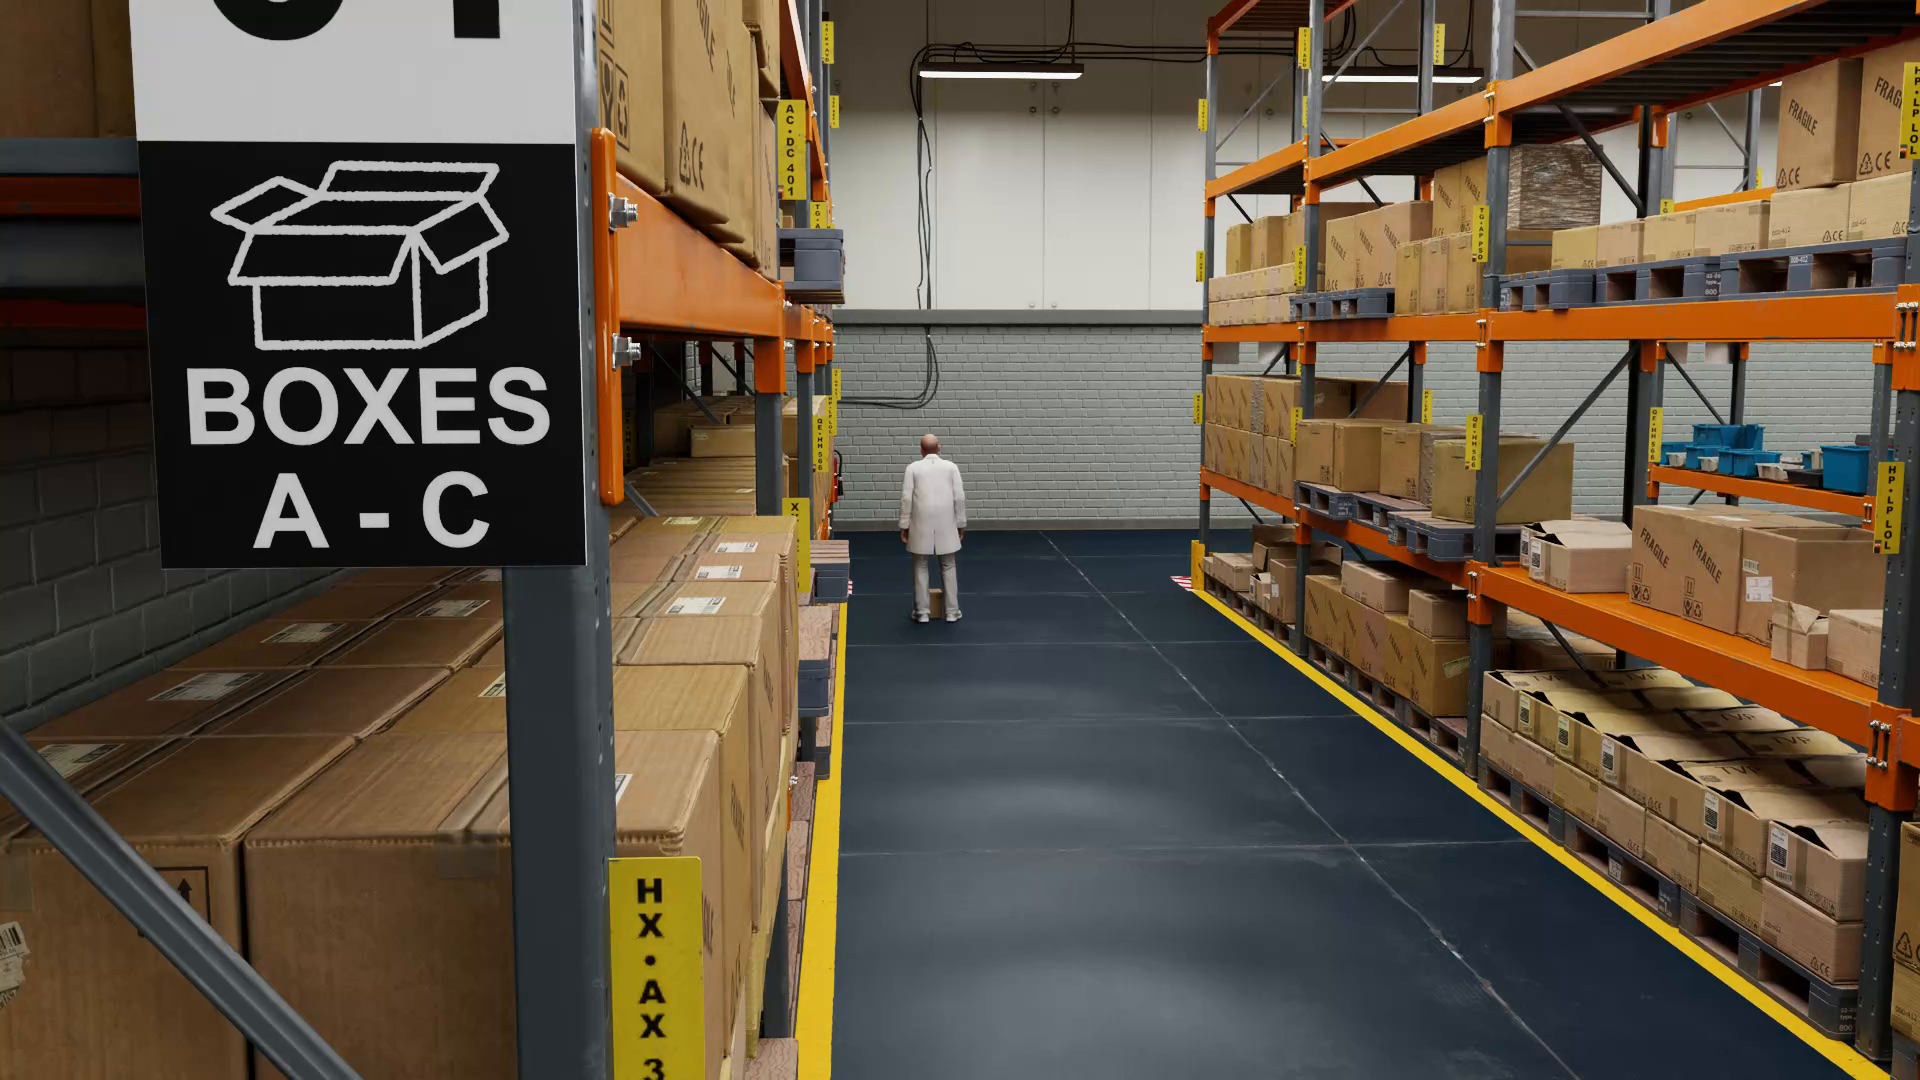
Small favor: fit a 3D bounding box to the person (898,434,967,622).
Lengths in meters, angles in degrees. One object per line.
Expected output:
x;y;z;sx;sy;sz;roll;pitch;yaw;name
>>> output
-0.259;-0.114;15.774;0.653;1.774;0.418;-1;7;-6;person
